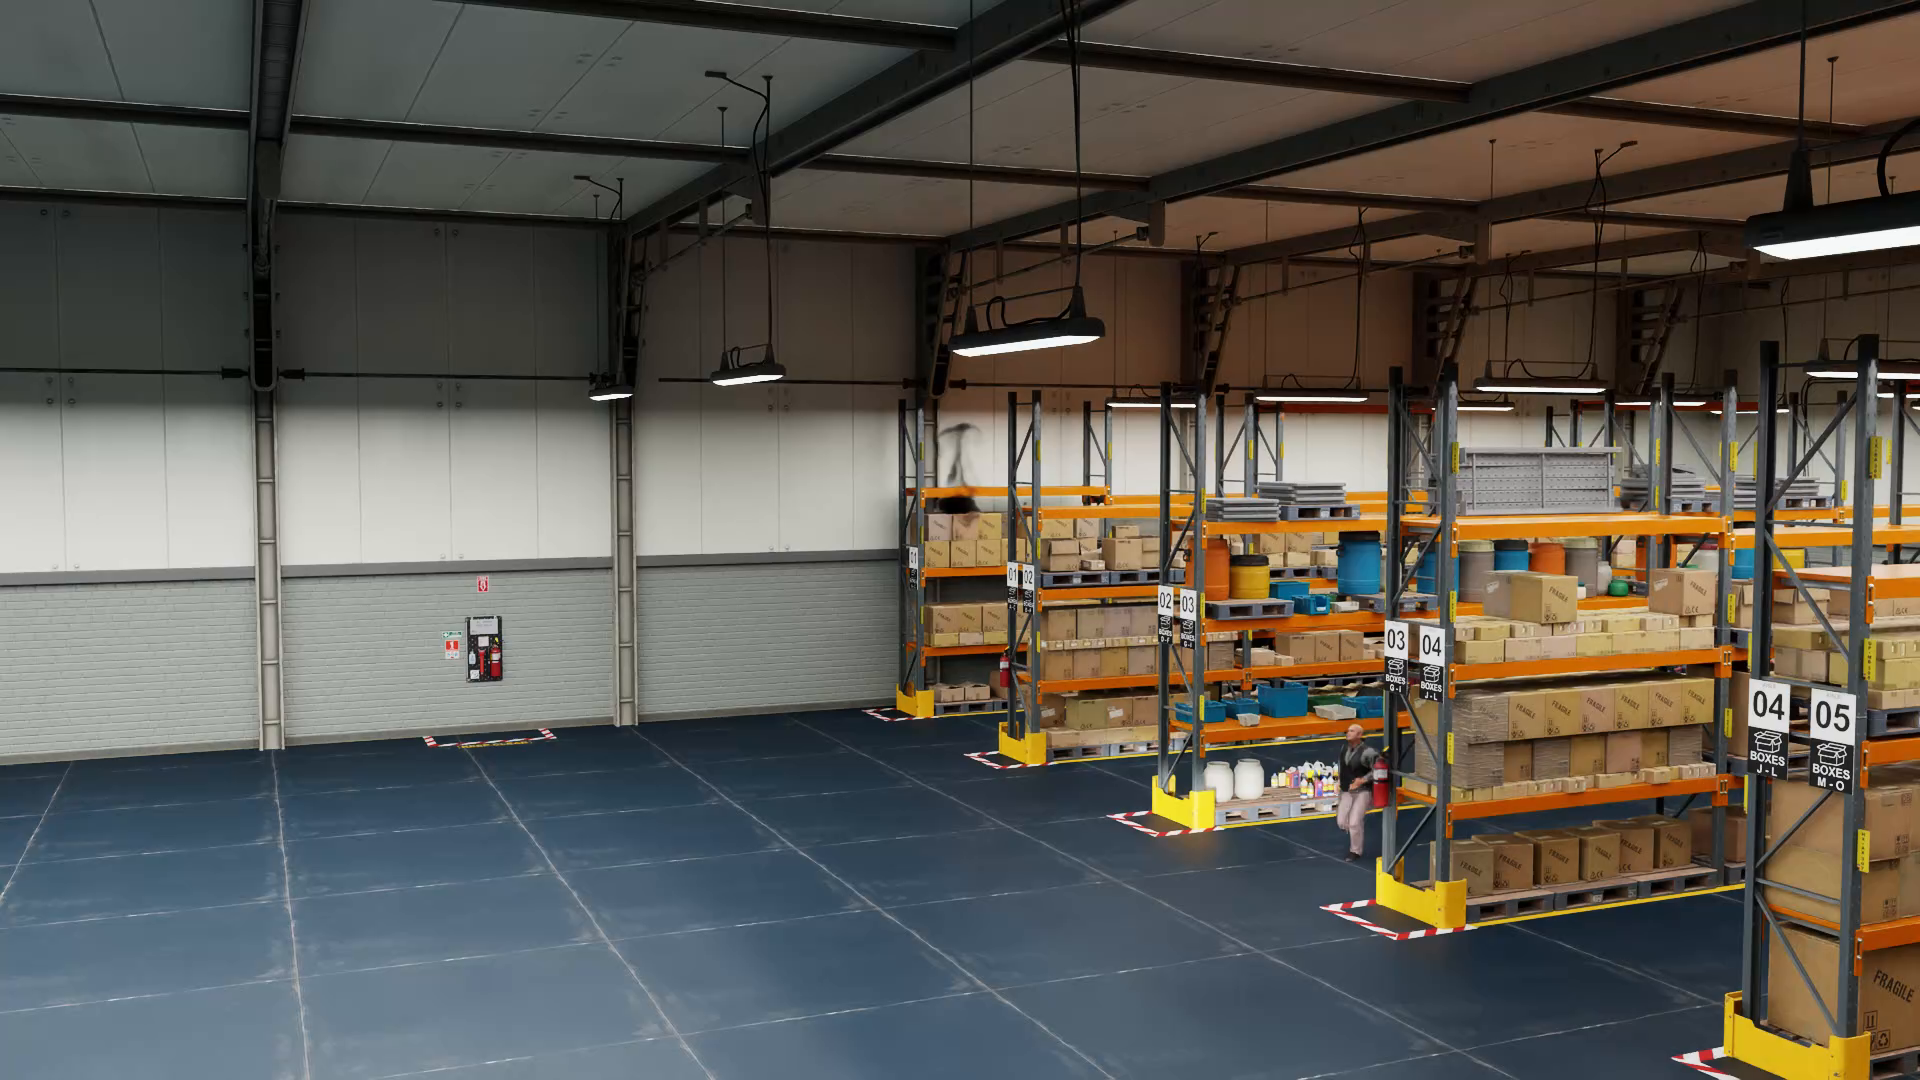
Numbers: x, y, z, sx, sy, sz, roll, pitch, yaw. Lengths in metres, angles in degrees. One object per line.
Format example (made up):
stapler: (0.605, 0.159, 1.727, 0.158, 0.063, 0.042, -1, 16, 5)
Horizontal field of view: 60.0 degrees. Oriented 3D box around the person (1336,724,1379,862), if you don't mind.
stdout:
person: (4.914, 3.211, 20.584, 0.626, 1.518, 0.656, -3, 4, -39)
